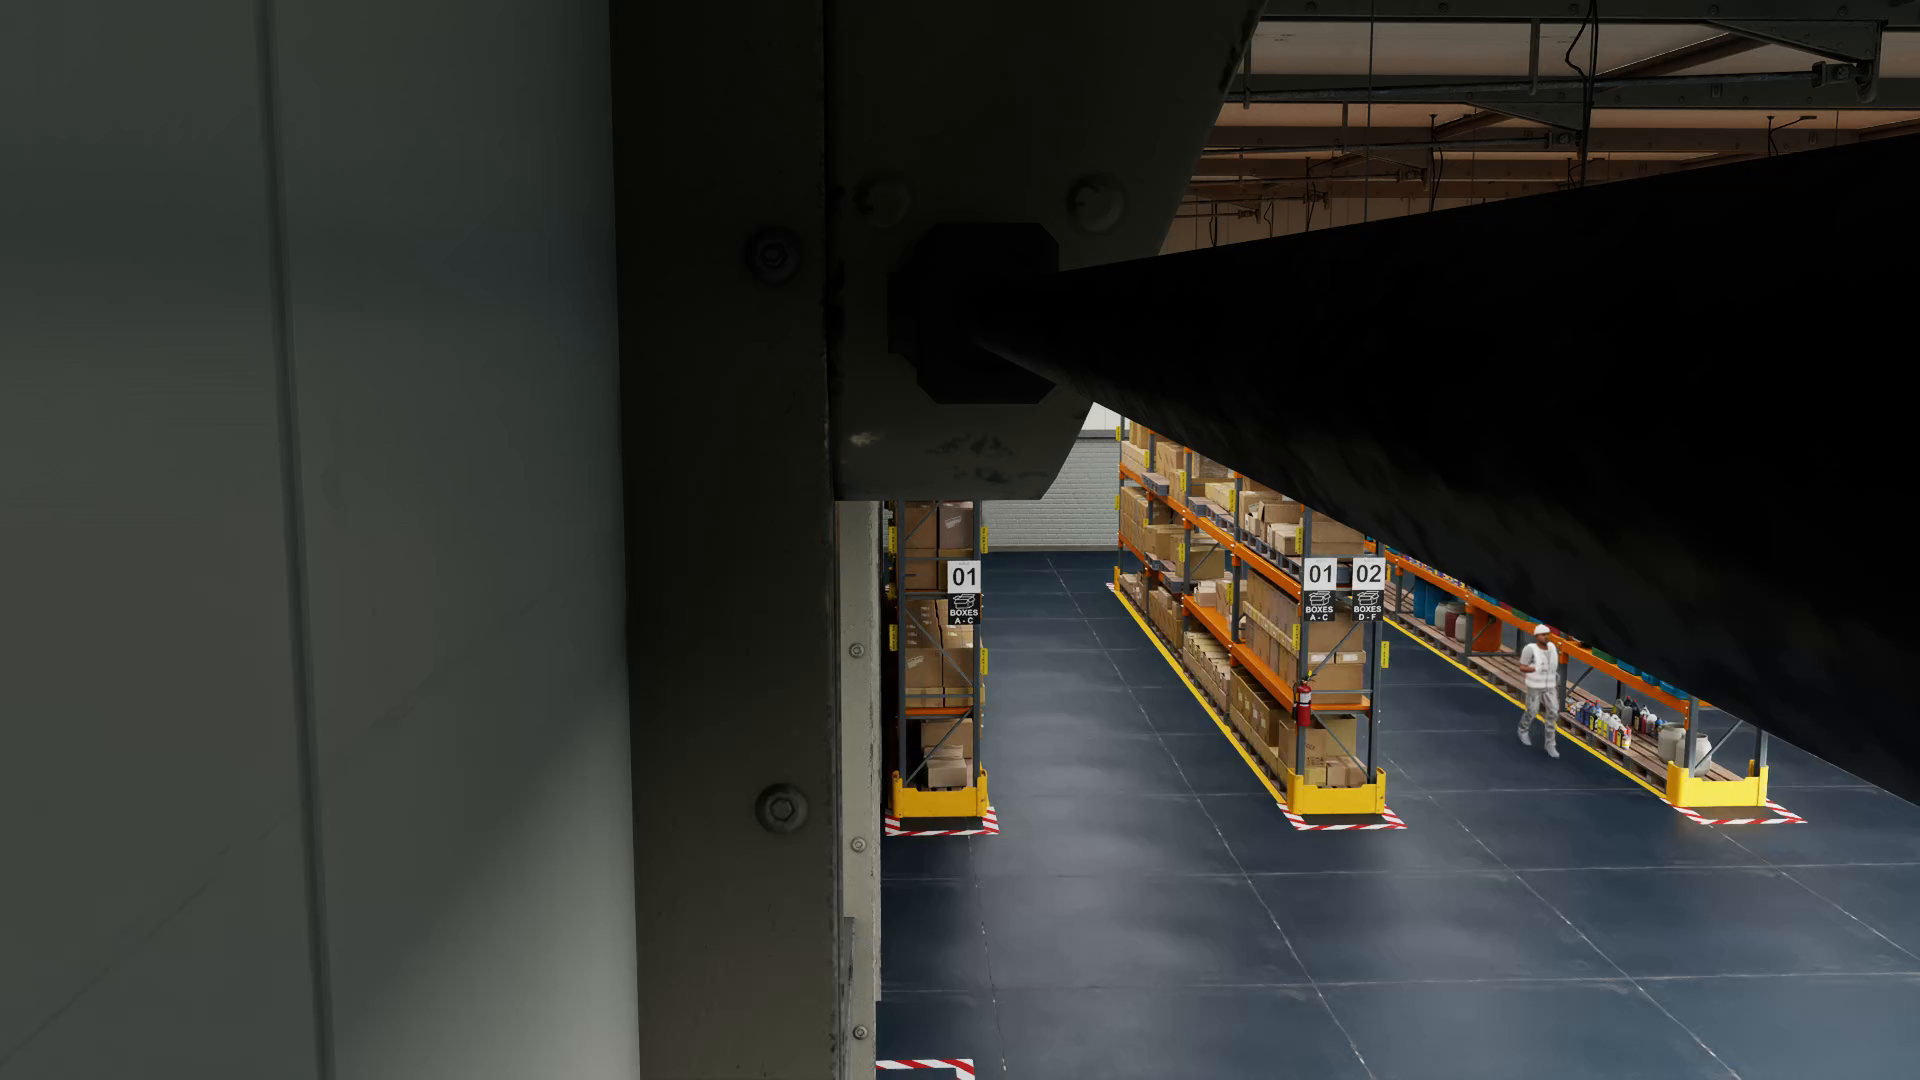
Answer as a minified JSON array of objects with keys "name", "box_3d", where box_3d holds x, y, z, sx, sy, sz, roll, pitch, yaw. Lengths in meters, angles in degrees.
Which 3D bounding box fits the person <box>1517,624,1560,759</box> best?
[{"name":"person","box_3d":[8.140,2.083,23.330,0.664,1.823,0.824,-1,8,-10]}]
